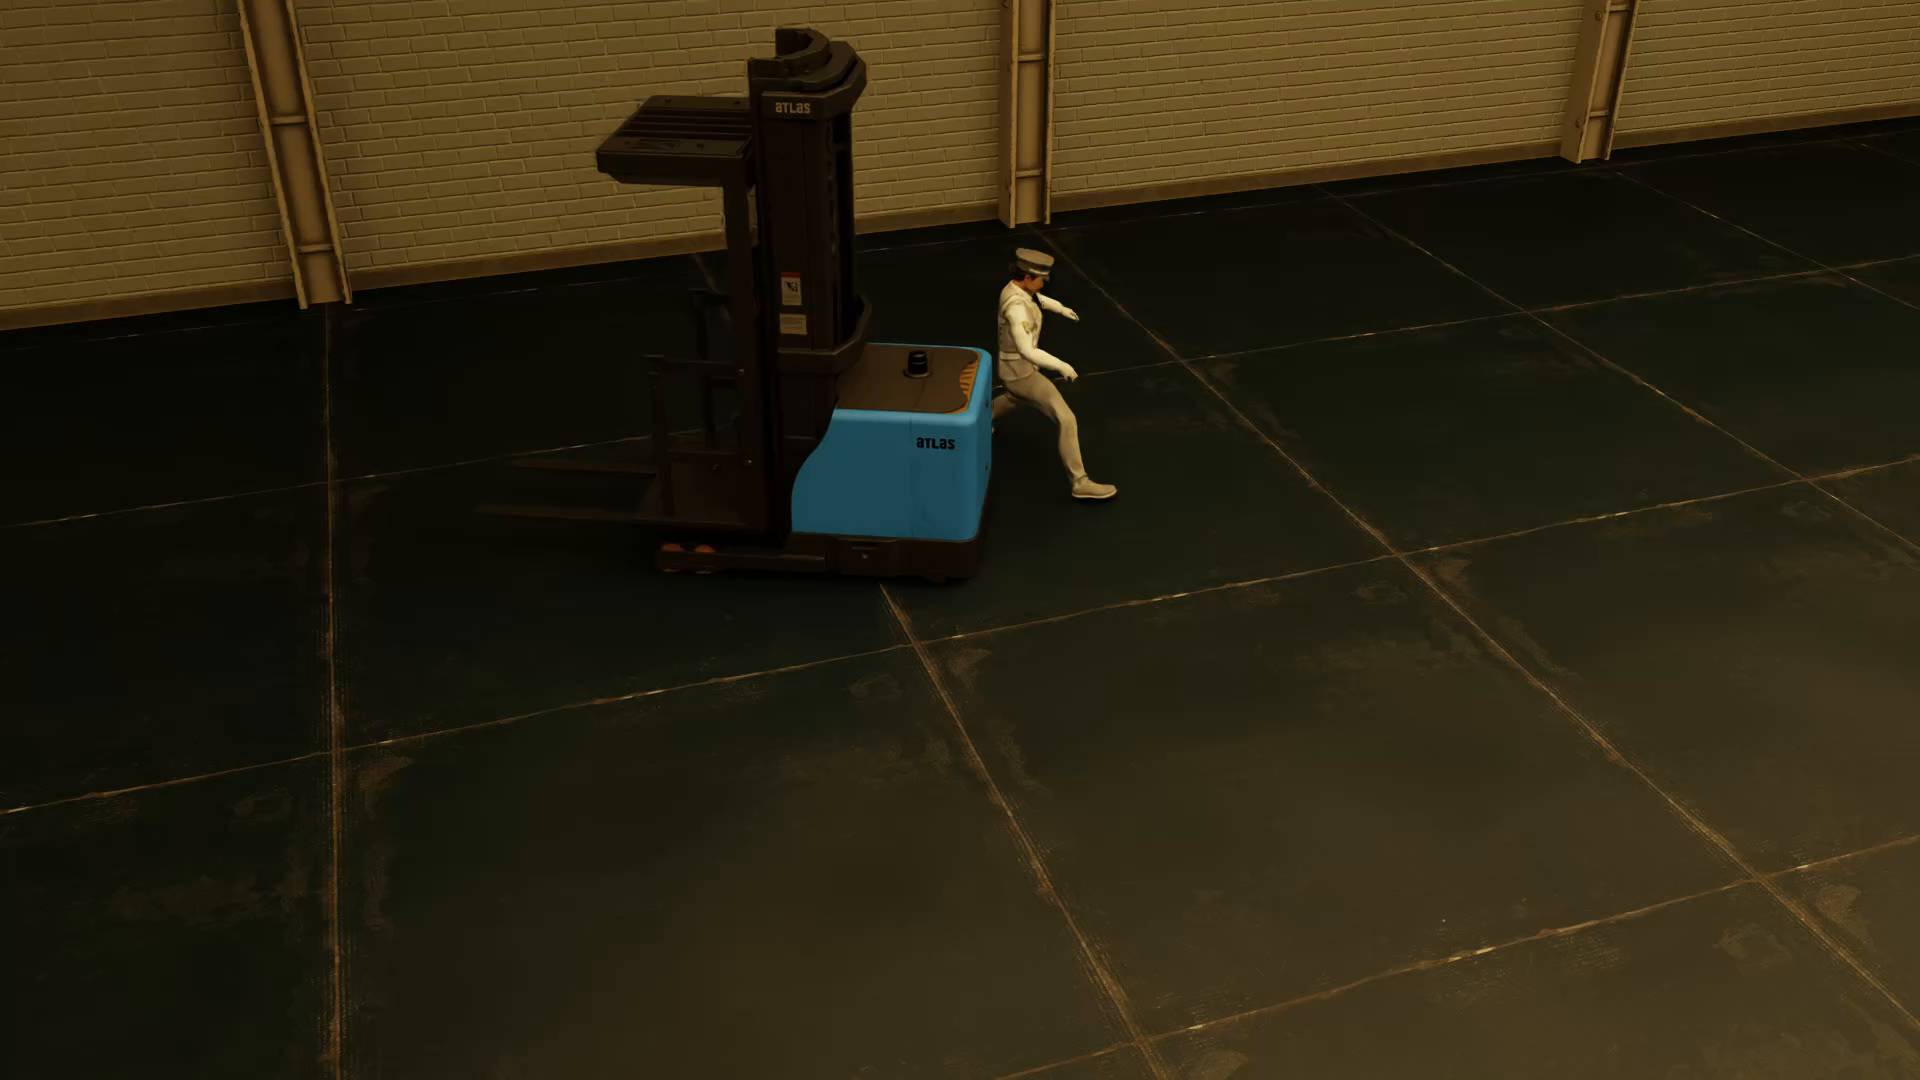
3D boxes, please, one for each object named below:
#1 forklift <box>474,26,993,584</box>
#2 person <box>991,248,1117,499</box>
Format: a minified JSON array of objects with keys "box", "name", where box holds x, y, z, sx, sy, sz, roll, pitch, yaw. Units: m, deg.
[{"box":[-1.349,-1.327,9.394,3.031,2.935,1.130,3,30,6],"name":"forklift"},{"box":[0.511,-1.120,10.536,0.954,1.491,1.064,0,30,0],"name":"person"}]
